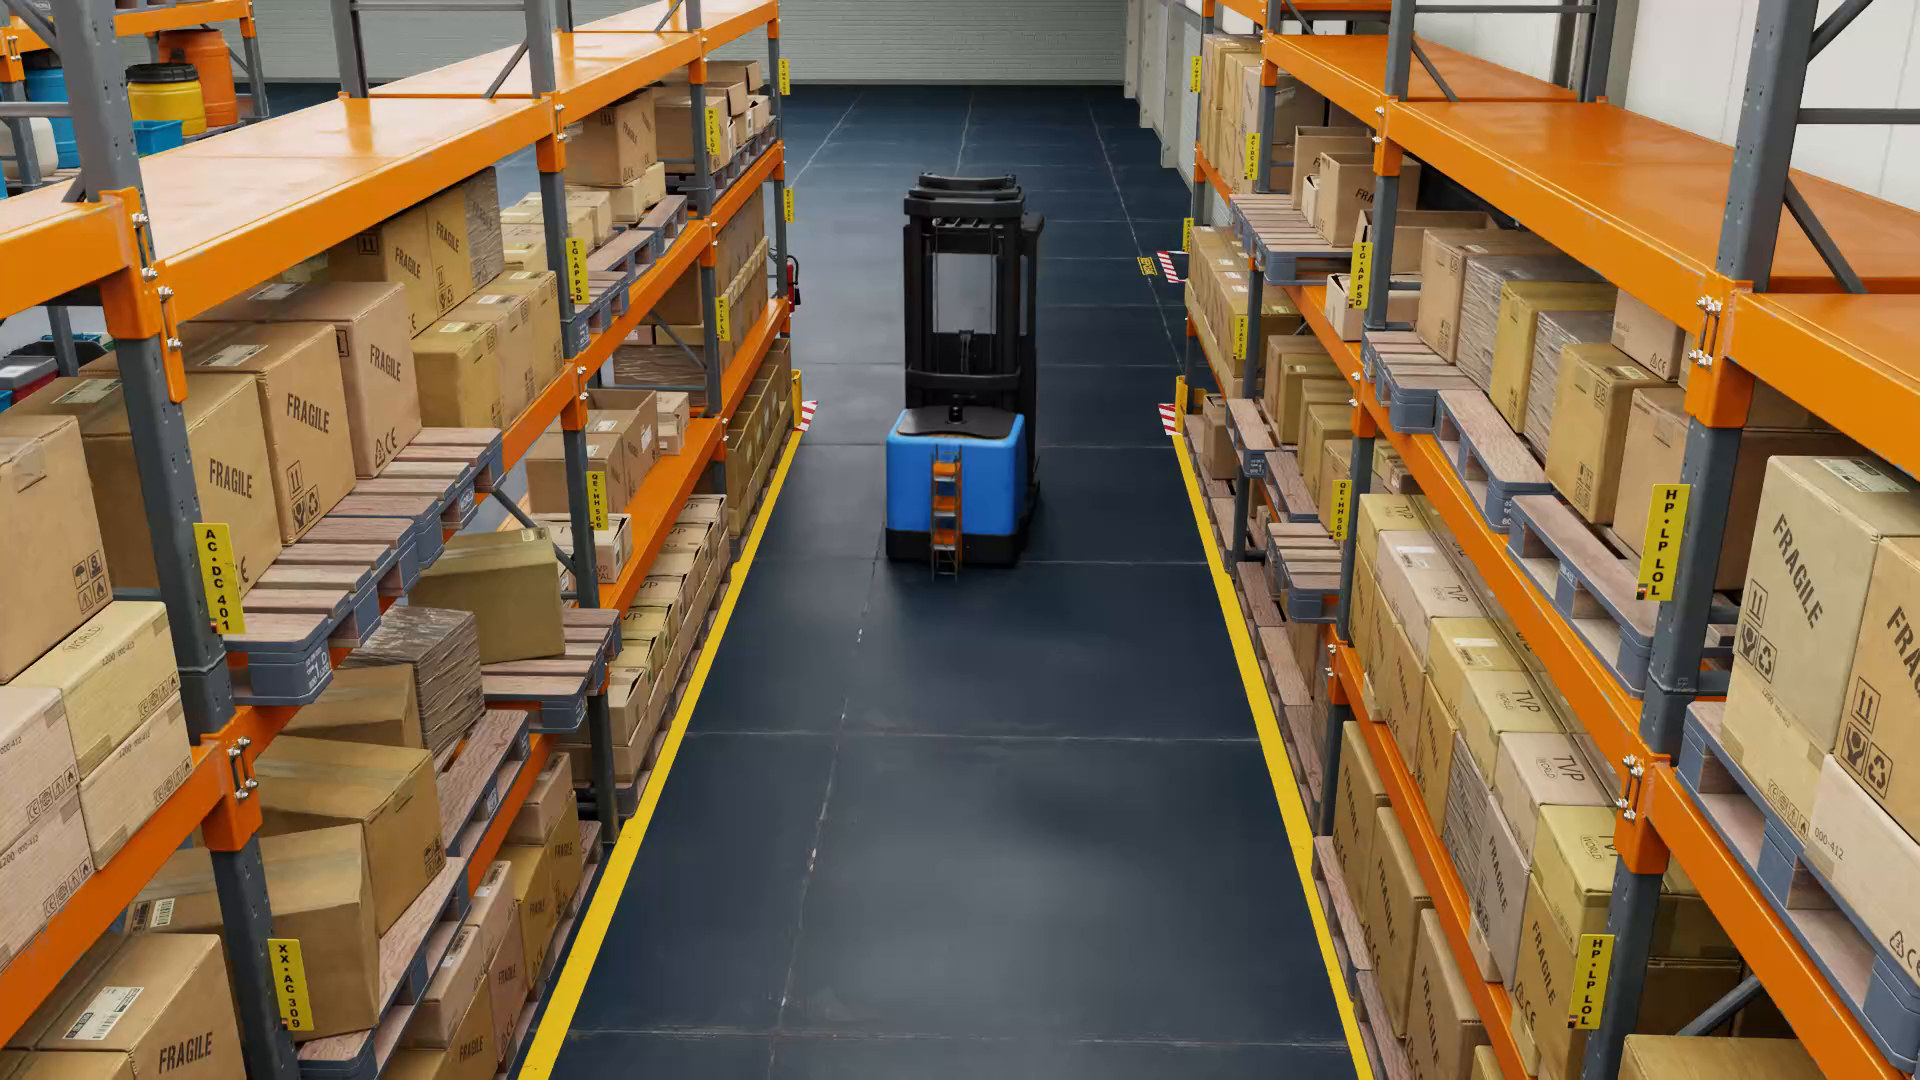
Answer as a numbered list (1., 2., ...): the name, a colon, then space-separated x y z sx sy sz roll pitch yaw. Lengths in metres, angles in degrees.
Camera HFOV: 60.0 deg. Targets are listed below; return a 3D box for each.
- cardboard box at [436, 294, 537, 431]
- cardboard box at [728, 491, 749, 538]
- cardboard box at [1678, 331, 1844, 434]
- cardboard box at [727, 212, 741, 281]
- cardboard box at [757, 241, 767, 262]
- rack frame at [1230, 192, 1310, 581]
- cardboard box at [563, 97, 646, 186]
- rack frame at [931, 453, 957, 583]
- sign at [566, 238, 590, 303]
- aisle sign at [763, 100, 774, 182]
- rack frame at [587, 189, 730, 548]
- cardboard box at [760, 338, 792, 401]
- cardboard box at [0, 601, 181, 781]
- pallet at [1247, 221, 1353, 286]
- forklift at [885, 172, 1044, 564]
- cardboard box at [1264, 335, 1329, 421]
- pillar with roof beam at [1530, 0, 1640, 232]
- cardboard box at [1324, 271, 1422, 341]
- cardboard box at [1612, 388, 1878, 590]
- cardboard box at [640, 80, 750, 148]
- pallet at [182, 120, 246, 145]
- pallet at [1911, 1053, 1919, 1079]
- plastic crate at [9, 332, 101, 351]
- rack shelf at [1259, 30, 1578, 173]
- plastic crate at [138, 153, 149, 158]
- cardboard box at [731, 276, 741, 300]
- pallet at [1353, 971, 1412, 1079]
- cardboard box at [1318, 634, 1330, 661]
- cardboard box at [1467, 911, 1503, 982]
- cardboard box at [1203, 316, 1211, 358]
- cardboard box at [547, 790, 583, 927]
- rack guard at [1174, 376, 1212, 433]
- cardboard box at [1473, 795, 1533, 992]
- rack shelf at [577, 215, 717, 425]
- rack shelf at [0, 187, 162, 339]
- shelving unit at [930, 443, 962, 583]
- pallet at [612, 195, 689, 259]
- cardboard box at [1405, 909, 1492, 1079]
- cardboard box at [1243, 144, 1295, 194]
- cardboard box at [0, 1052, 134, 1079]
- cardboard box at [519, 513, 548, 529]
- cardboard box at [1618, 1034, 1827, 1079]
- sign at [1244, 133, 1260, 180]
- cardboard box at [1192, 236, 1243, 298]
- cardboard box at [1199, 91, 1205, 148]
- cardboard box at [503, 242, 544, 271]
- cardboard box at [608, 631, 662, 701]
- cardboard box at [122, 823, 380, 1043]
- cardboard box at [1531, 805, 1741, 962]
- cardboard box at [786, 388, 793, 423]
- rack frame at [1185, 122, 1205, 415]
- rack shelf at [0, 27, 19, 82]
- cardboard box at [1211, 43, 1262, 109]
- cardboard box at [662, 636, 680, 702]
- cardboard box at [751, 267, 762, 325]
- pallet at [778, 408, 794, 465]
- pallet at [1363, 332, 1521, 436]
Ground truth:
1. cardboard box: -2.438 -0.805 7.465 0.910 0.500 0.500 1 21 2
2. cardboard box: -2.004 -0.227 13.481 0.500 0.250 0.500 1 21 2
3. cardboard box: 2.545 -0.519 5.085 0.500 0.250 0.500 2 21 5
4. cardboard box: -2.269 -2.505 14.200 0.700 0.500 0.500 1 21 2
5. cardboard box: -2.028 -2.709 15.623 0.380 0.149 0.250 1 21 3
6. rack frame: 2.630 -1.096 12.499 1.000 3.000 0.127 1 21 2
7. cardboard box: -2.374 -2.594 10.804 0.500 0.500 0.500 3 21 7
8. rack frame: -0.121 -0.163 12.792 0.200 1.050 0.008 3 21 7
9. sign: -1.901 -1.335 8.255 0.100 0.325 0.005 1 21 2
10. aisle sign: -1.904 -3.827 15.946 0.394 0.787 0.004 1 21 2
11. rack frame: -2.321 -1.149 12.636 1.000 3.000 0.127 1 21 2
12. cardboard box: -1.919 -1.661 16.141 0.500 0.500 0.500 1 21 2
13. cardboard box: -2.308 0.361 4.115 0.500 0.250 0.500 1 21 2
14. pallet: 2.476 -1.809 10.452 1.213 0.211 1.003 1 21 2
15. forklift: 0.116 -1.674 14.084 1.130 2.935 3.031 3 21 7
16. cardboard box: 2.581 -1.164 11.928 0.700 0.500 0.500 1 21 2
17. pillar with roof beam: -0.890 -2.954 8.995 9.100 9.000 0.400 1 21 2
18. cardboard box: 2.260 -1.279 8.920 0.500 0.311 0.500 1 21 2
19. cardboard box: 2.523 -0.170 5.221 0.700 0.500 0.500 -1 21 -1
20. cardboard box: -2.145 -3.450 13.504 0.797 0.503 0.637 3 21 8
21. pallet: -7.274 -3.663 15.231 1.003 0.211 1.213 1 21 2
22. pallet: 2.312 1.176 2.622 1.003 0.211 1.213 1 21 2
23. plastic crate: -7.510 -1.538 13.846 0.499 0.251 0.616 1 21 2
24. rack shelf: 2.569 -2.647 9.753 1.077 0.370 4.000 1 21 2
25. plastic crate: -6.952 -3.072 13.738 0.336 0.188 0.450 1 21 2
26. cardboard box: -2.076 -2.153 14.189 0.380 0.149 0.250 0 21 1
27. pallet: 2.369 2.375 7.410 1.003 0.211 1.213 1 21 2
28. cardboard box: 2.610 0.865 10.293 0.700 0.500 0.500 1 21 2
29. cardboard box: 2.100 1.499 6.133 0.380 0.149 0.250 1 21 2
30. cardboard box: 2.379 -1.753 14.374 0.500 0.250 0.500 1 21 2
31. cardboard box: -2.237 1.599 8.403 0.500 0.500 0.500 1 21 4
32. rack guard: 2.749 -1.349 16.608 1.175 0.500 0.348 1 21 2
33. cardboard box: 2.154 1.248 5.882 0.500 0.500 0.500 1 21 2
34. rack shelf: -2.382 -1.489 10.360 1.077 0.370 4.000 1 21 2
35. rack shelf: -2.626 0.007 2.363 1.077 0.370 4.000 1 21 2
36. shelving unit: -0.105 -0.207 12.905 0.215 1.050 0.252 3 21 7
37. pallet: -2.335 -2.139 11.306 0.805 0.209 1.217 0 21 -1
38. cardboard box: 2.301 2.046 6.795 0.750 0.750 0.750 1 21 3
39. cardboard box: 2.398 -2.736 12.415 0.500 0.500 0.500 1 21 3
40. cardboard box: -2.334 1.602 4.026 0.500 0.500 0.500 0 21 1
41. cardboard box: -2.461 -0.047 10.144 0.380 0.149 0.250 2 21 6
42. cardboard box: 2.354 1.853 4.485 0.980 0.700 0.700 1 21 2
43. sign: 2.087 -2.738 11.871 0.100 0.325 0.005 1 21 2
44. cardboard box: 2.412 -2.483 15.218 0.500 0.500 0.500 1 21 2
45. cardboard box: 2.492 -3.878 15.358 0.500 0.500 0.500 1 21 3
46. cardboard box: -2.486 -1.391 8.742 0.500 0.250 0.500 -1 21 -2
47. cardboard box: -2.126 0.746 10.198 0.500 0.311 0.500 0 21 0
48. cardboard box: -2.327 1.333 5.522 0.700 0.500 0.500 -7 22 -17
49. cardboard box: 2.145 1.081 5.276 0.500 0.250 0.500 1 21 3
50. cardboard box: -1.921 -1.312 16.277 0.500 0.250 0.500 1 21 2
51. rack frame: 2.752 -2.542 16.226 1.000 3.000 0.127 1 21 2
52. rack shelf: -7.333 -2.756 10.034 1.077 0.370 4.000 1 21 2
53. cardboard box: 2.427 -3.959 14.185 0.500 0.500 0.500 1 21 3
54. cardboard box: -2.109 0.828 10.763 0.500 0.250 0.500 0 21 0
55. cardboard box: -2.238 -2.283 15.421 0.700 0.500 0.500 1 21 3
56. pallet: -2.181 -1.018 16.154 1.003 0.211 1.213 1 21 2
57. pallet: 2.542 -0.726 7.662 1.213 0.211 1.003 2 21 4
